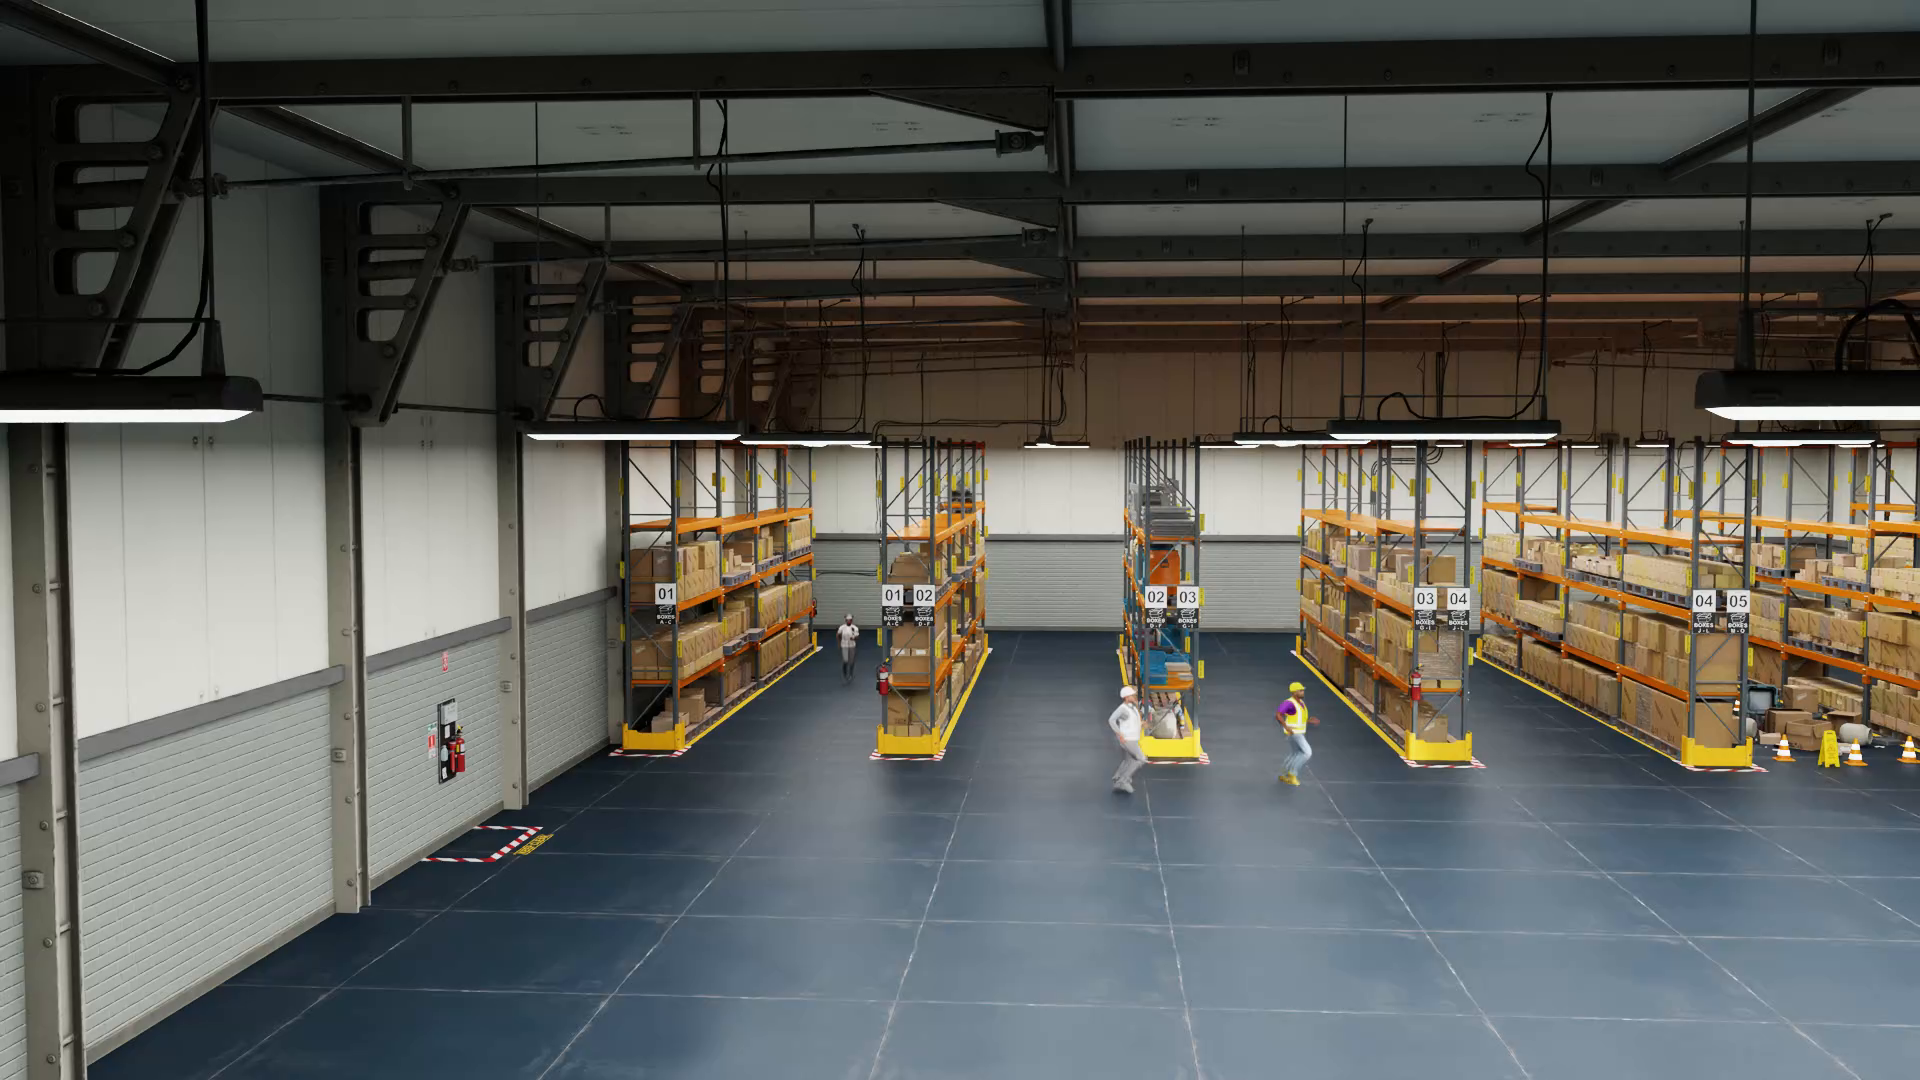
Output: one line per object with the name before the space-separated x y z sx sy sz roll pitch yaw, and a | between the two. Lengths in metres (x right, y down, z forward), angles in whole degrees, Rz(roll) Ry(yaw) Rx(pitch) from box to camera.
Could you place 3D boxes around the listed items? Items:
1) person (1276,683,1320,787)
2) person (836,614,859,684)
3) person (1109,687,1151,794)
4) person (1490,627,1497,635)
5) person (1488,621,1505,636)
person | 5.776 3.326 28.462 0.700 1.773 0.673 2 3 29
person | -2.760 2.686 41.084 0.542 1.733 0.716 -1 3 -10
person | 2.857 3.348 27.856 0.693 1.771 0.629 1 3 24
person | 15.456 2.357 47.772 0.567 1.636 0.569 0 3 5
person | 15.432 2.334 47.530 0.651 1.714 0.846 1 3 21
